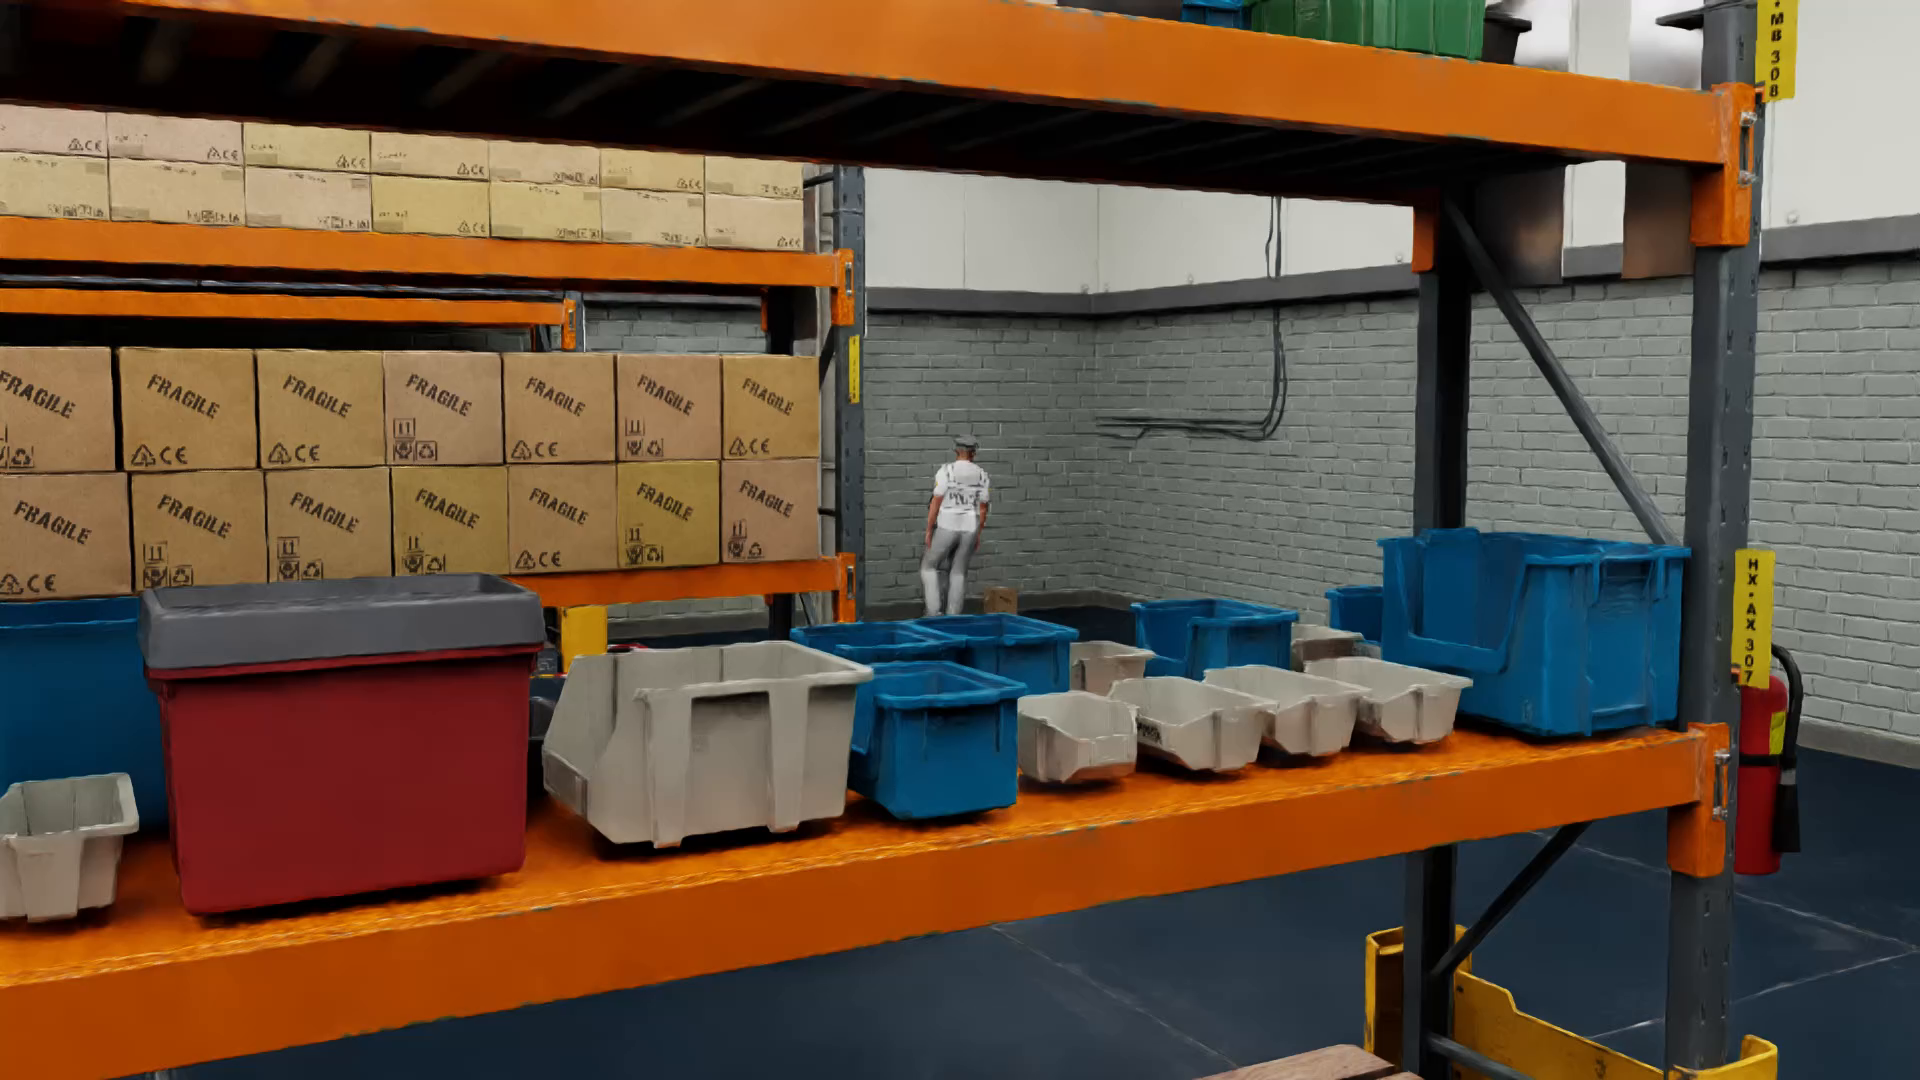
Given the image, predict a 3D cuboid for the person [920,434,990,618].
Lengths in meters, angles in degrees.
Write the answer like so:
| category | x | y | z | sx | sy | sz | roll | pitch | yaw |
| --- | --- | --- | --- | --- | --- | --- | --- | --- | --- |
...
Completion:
| category | x | y | z | sx | sy | sz | roll | pitch | yaw |
| --- | --- | --- | --- | --- | --- | --- | --- | --- | --- |
| person | -0.100 | -0.059 | 15.031 | 0.700 | 1.768 | 0.455 | -2 | 5 | -24 |
